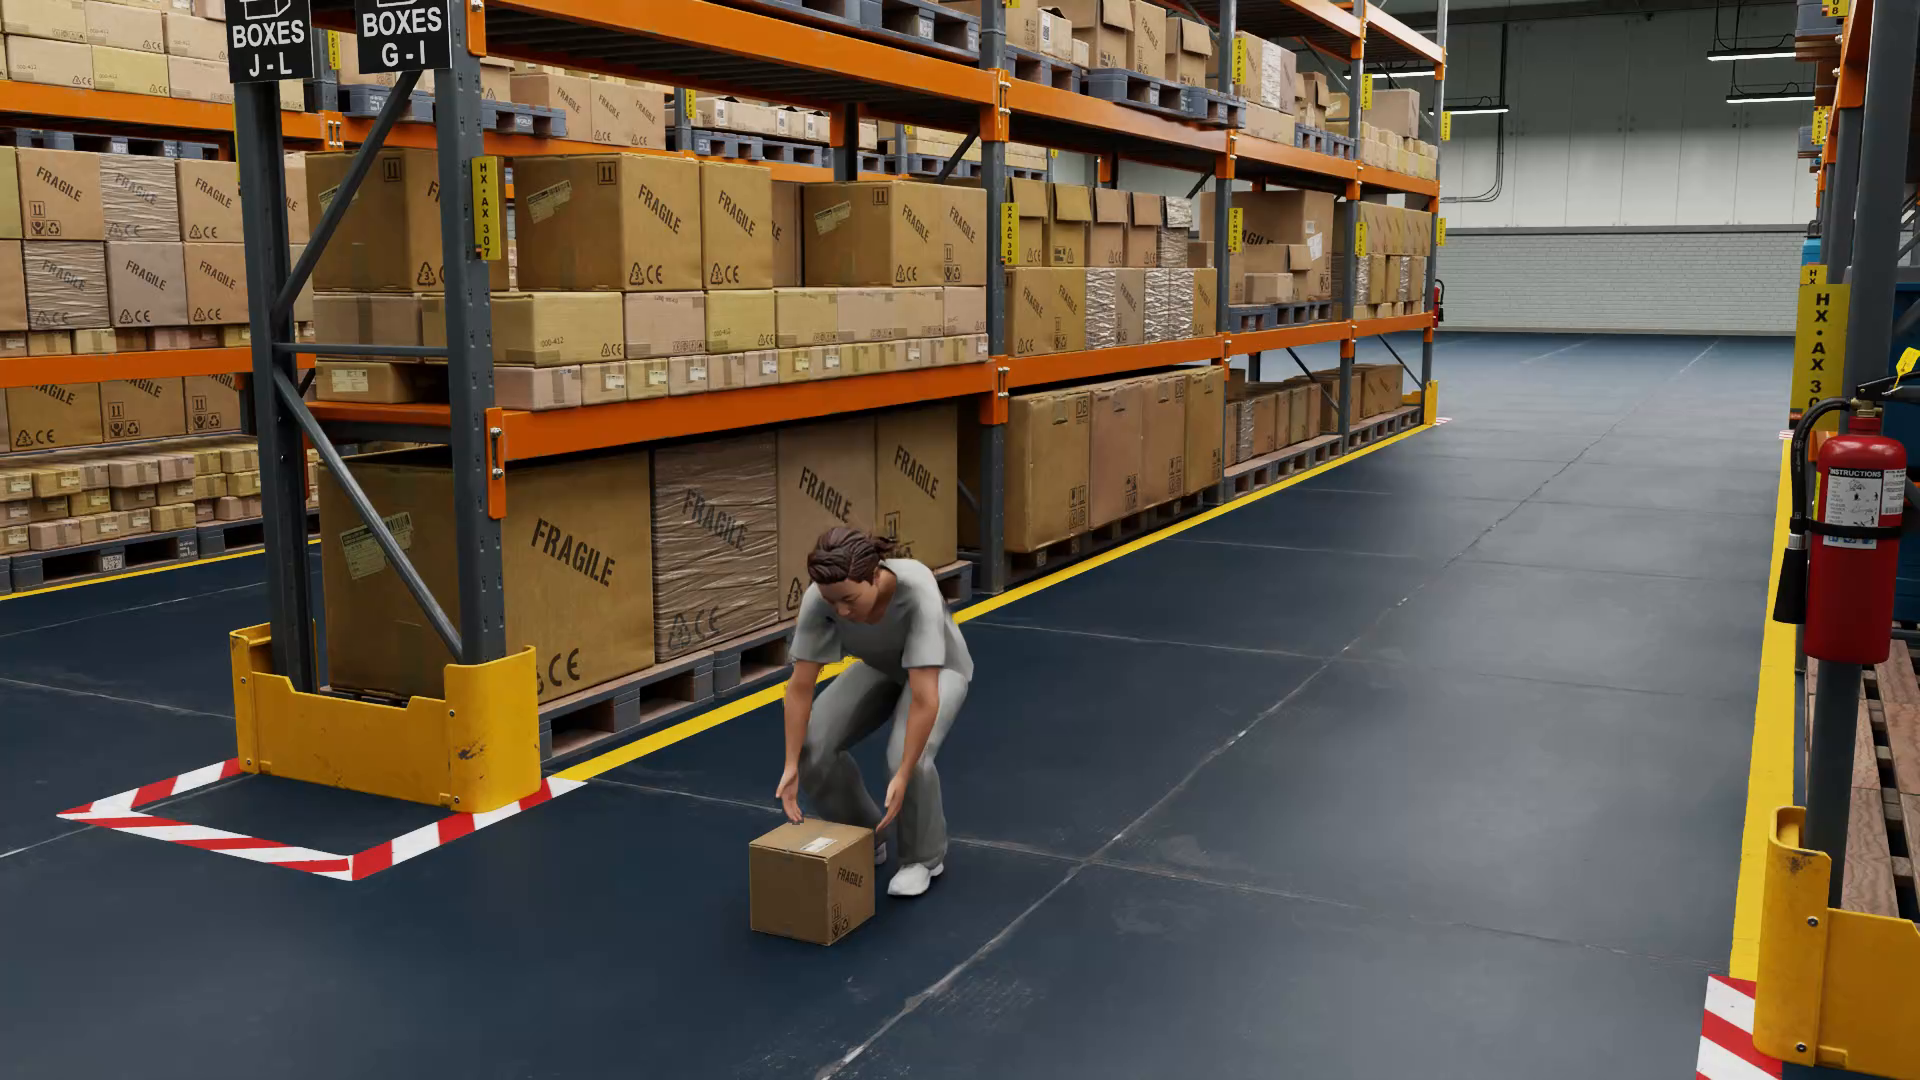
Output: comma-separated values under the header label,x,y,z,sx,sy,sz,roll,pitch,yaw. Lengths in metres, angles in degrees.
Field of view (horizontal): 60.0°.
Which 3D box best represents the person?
label,x,y,z,sx,sy,sz,roll,pitch,yaw
person,-0.211,0.467,4.787,0.489,1.102,0.757,4,10,26
